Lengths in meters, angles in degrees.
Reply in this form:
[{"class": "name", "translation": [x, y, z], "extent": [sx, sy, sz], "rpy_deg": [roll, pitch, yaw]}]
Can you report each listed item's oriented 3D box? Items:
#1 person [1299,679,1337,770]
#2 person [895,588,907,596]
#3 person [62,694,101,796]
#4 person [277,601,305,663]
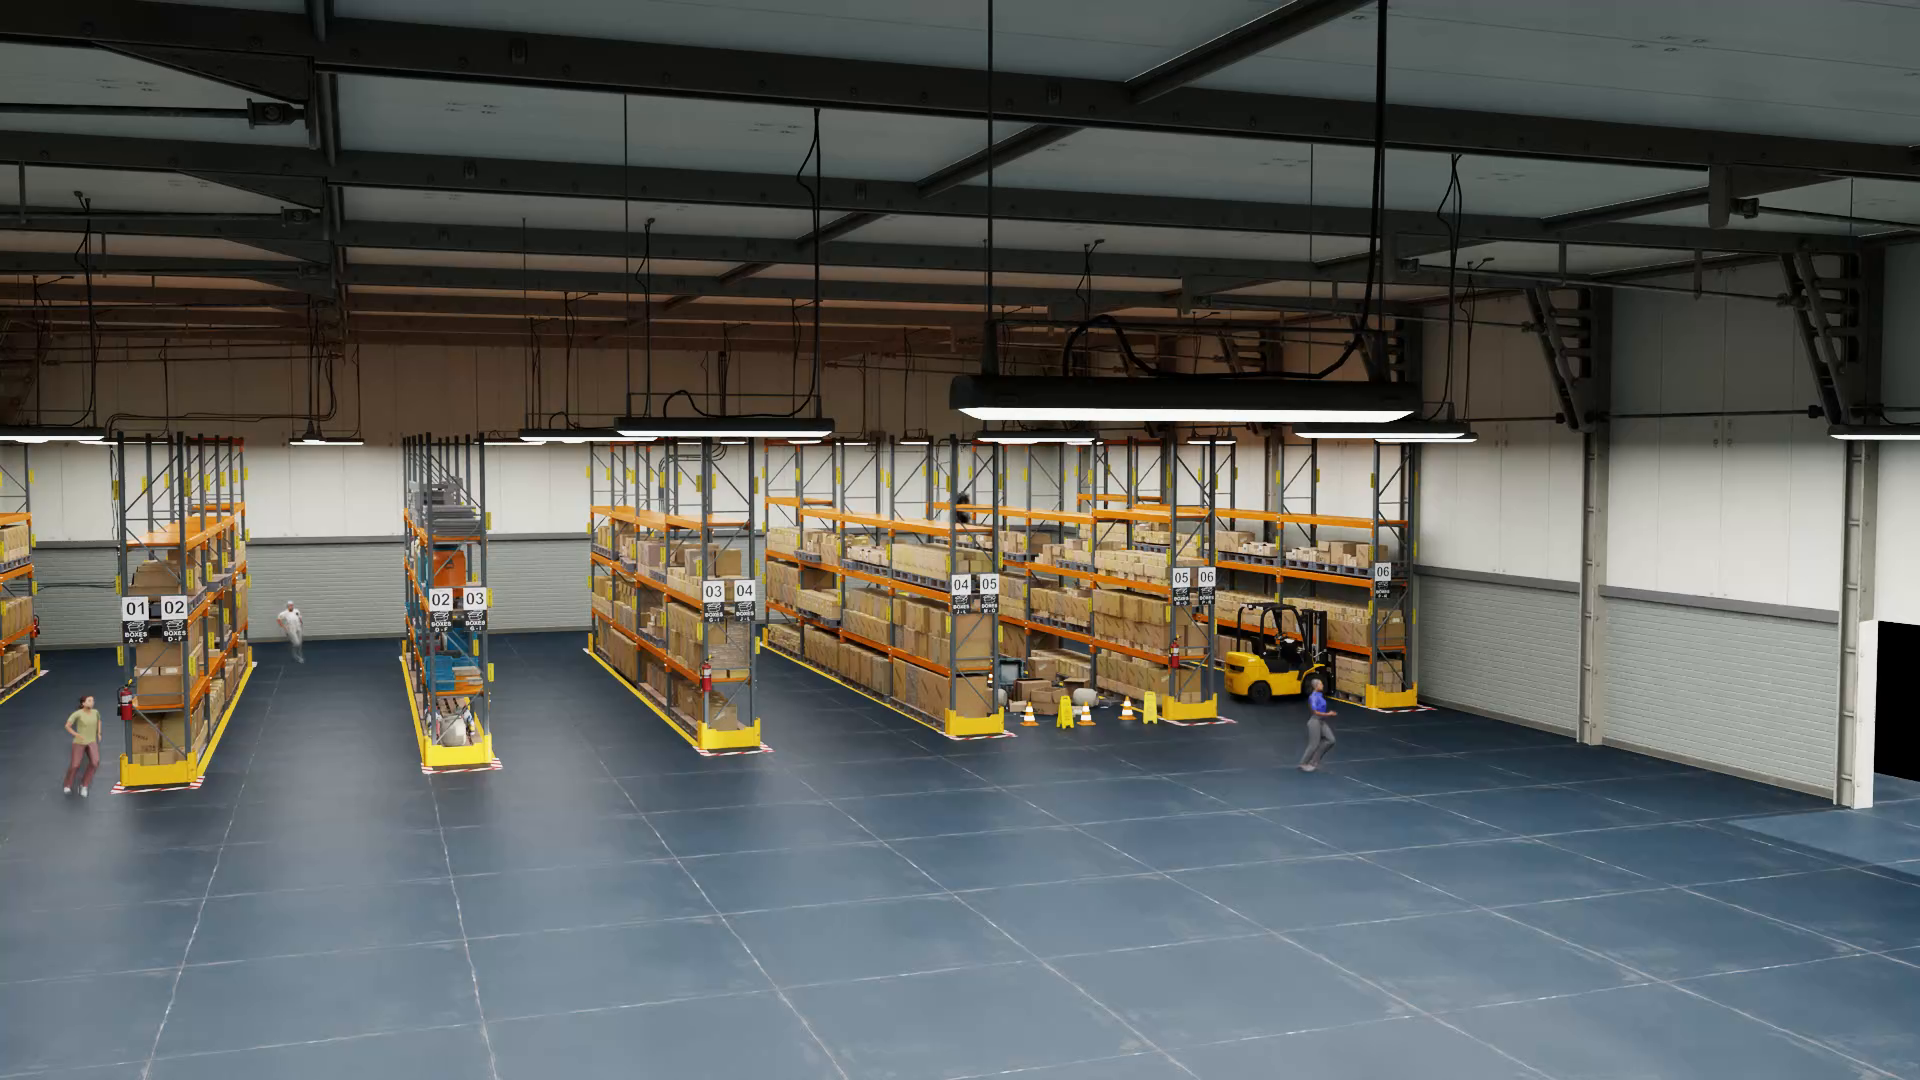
[{"class": "person", "translation": [6.341, 3.267, 29.387], "extent": [0.651, 1.638, 0.544], "rpy_deg": [2, 4, 27]}, {"class": "person", "translation": [-1.702, 2.053, 45.731], "extent": [0.686, 1.730, 0.538], "rpy_deg": [-2, 4, -26]}, {"class": "person", "translation": [-14.474, 3.378, 27.533], "extent": [0.672, 1.660, 0.635], "rpy_deg": [3, 4, 39]}, {"class": "person", "translation": [-17.817, 2.464, 44.373], "extent": [0.697, 1.693, 0.634], "rpy_deg": [2, 4, 35]}]
